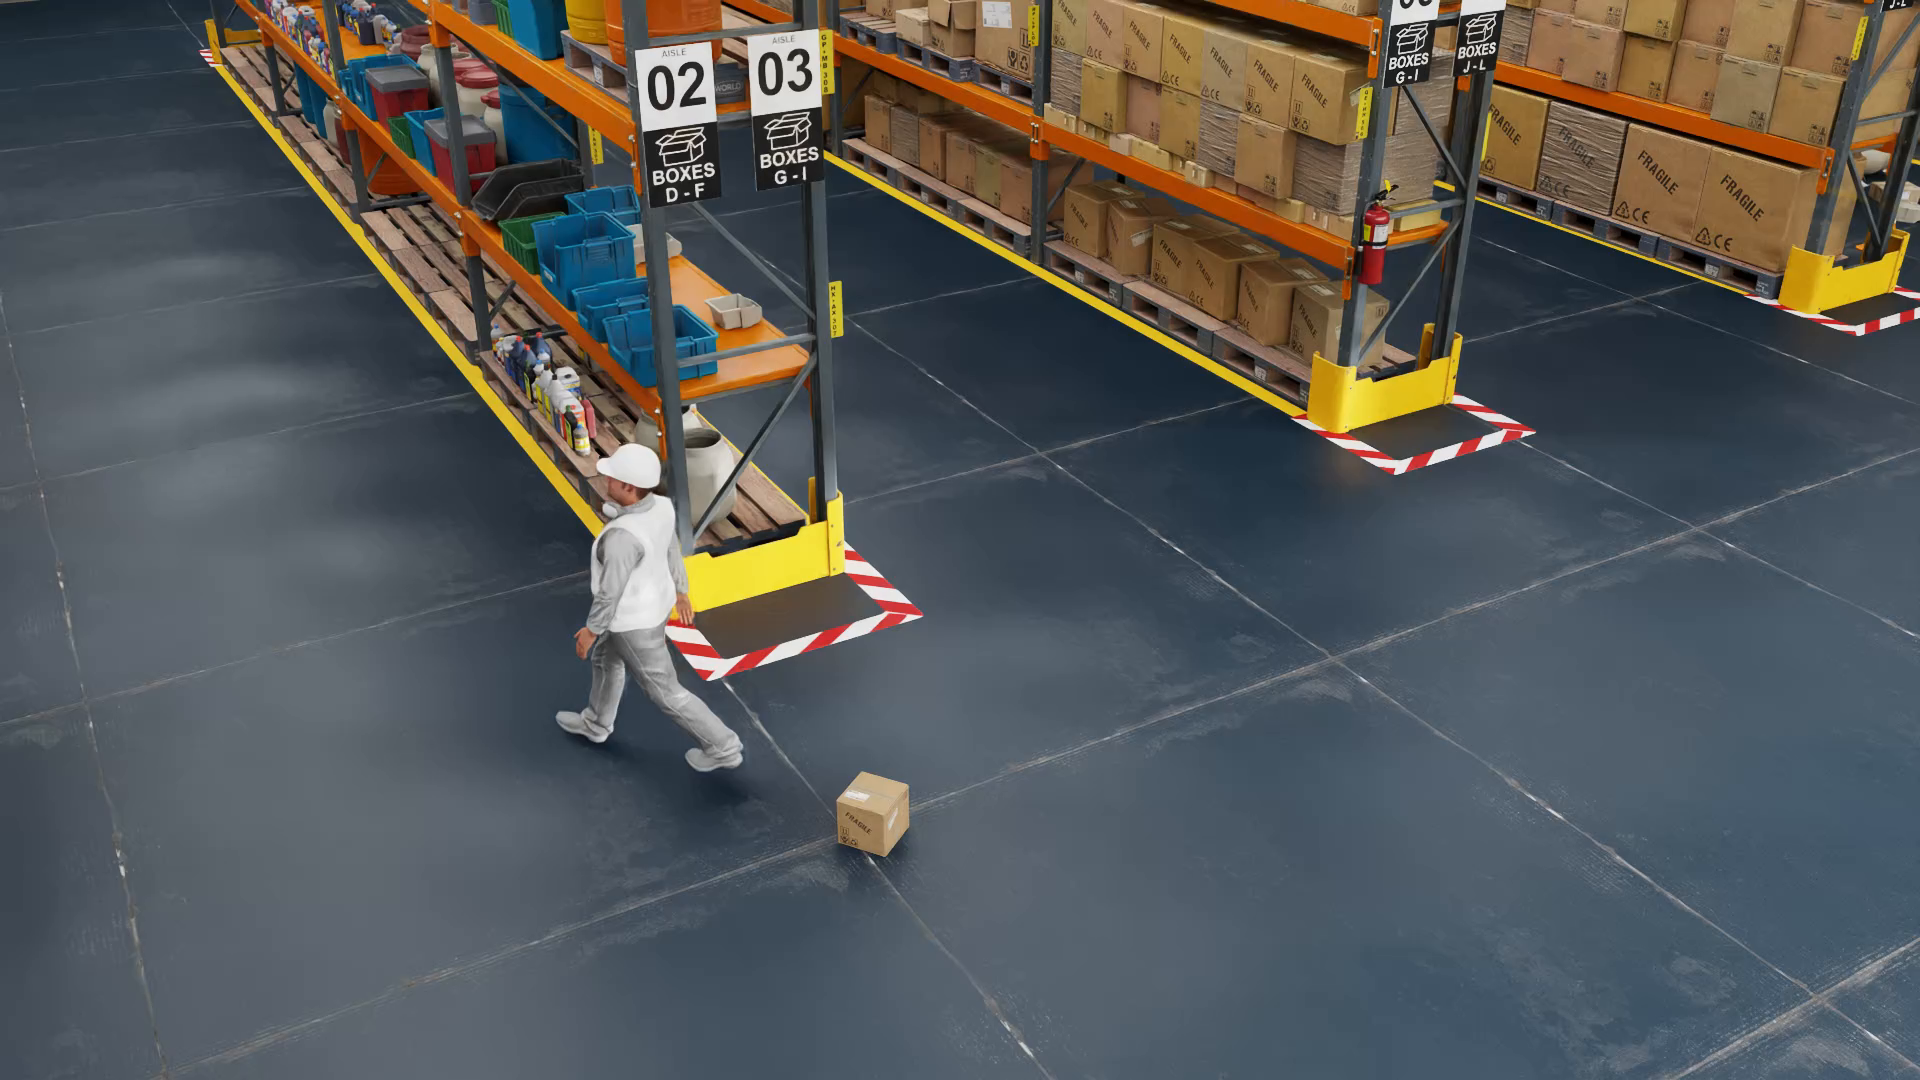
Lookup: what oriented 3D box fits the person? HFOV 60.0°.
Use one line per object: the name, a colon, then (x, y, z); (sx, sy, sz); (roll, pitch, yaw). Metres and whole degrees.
person: (-1.571, 0.333, 7.950); (1.067, 1.723, 0.562); (5, 29, 8)
